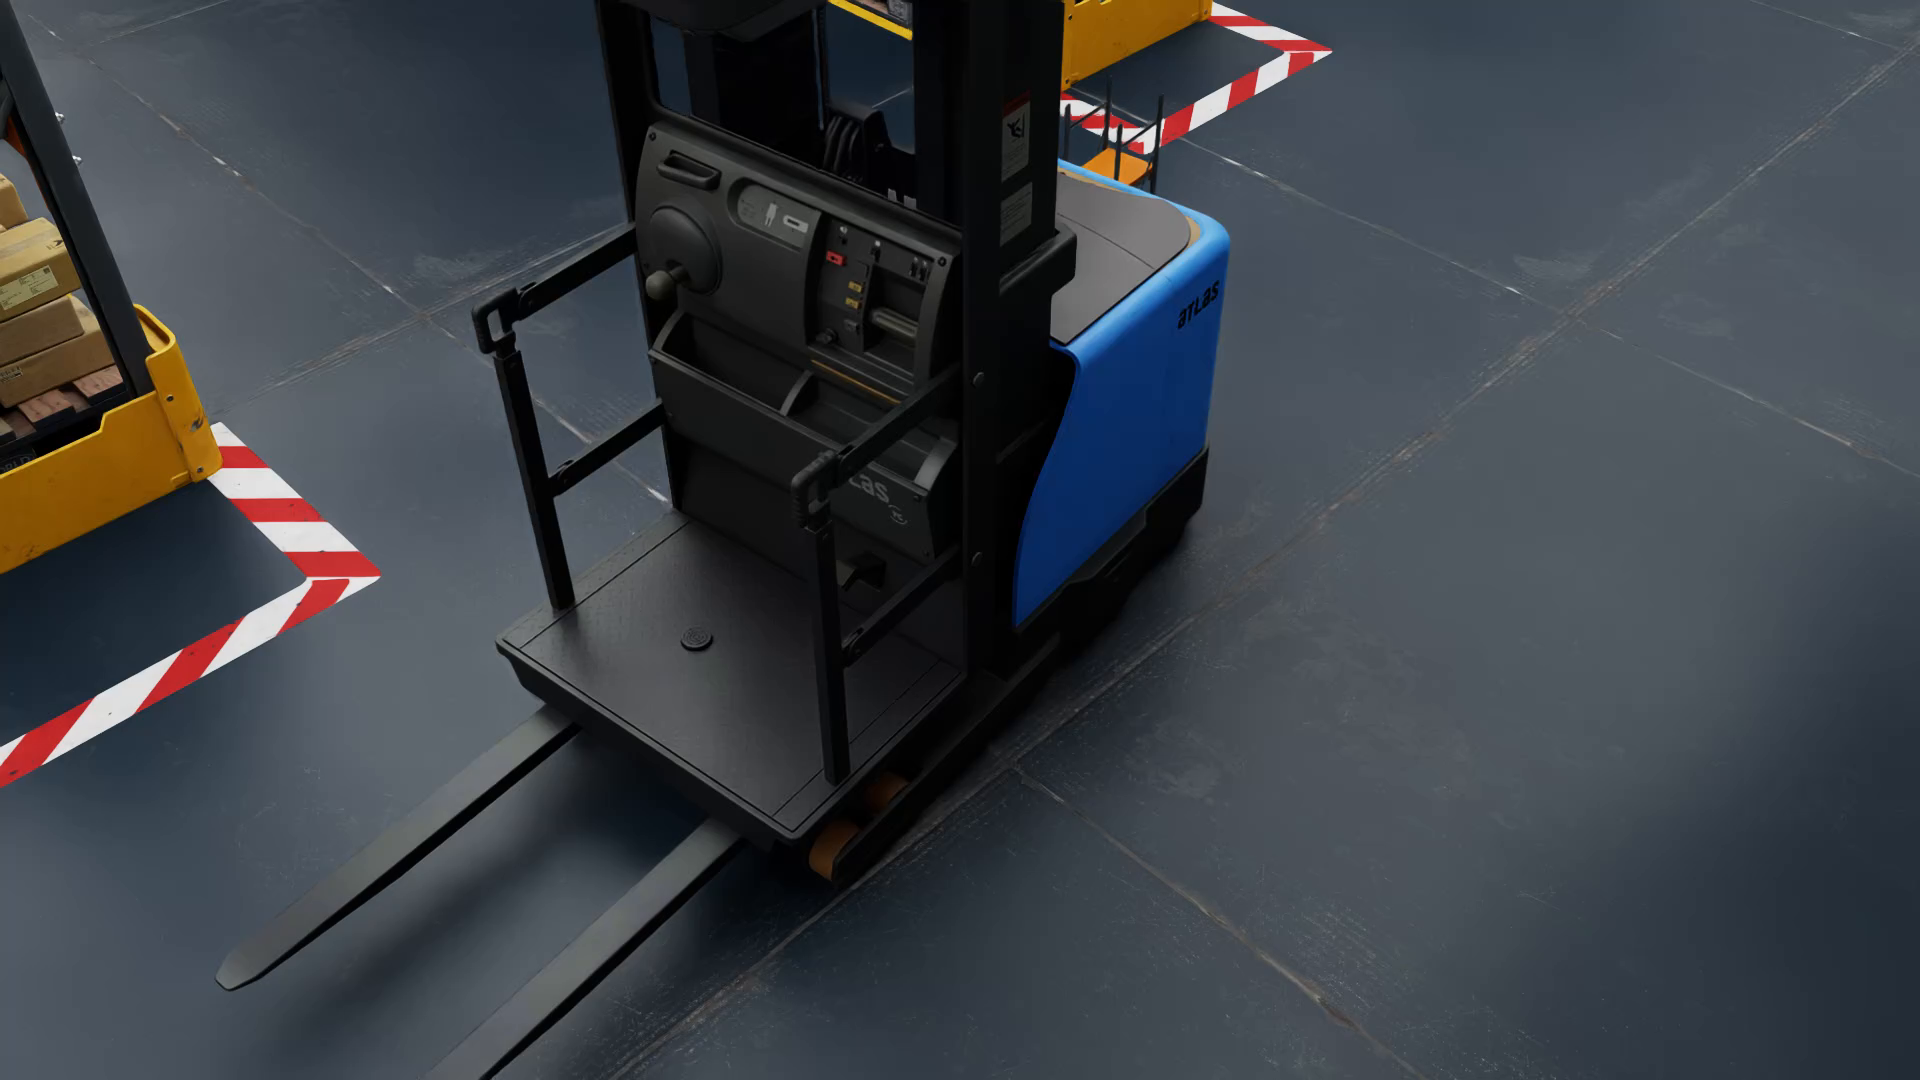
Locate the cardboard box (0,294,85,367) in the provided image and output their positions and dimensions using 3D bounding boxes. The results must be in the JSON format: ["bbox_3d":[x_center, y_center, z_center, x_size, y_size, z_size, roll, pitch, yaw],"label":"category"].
[{"bbox_3d":[-3.089,-0.704,5.374,0.380,0.149,0.250,-32,51,-30],"label":"cardboard box"}]

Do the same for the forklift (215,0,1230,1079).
[{"bbox_3d":[-0.530,-0.578,3.715,1.130,2.935,3.031,28,49,27],"label":"forklift"}]

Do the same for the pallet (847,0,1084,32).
[{"bbox_3d":[0.062,-2.764,8.086,1.003,0.211,1.213,-34,53,-31],"label":"pallet"}]

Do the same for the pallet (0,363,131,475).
[{"bbox_3d":[-3.503,-0.533,5.671,1.003,0.211,1.213,-34,53,-31],"label":"pallet"}]

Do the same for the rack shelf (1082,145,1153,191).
[{"bbox_3d":[0.455,-1.084,5.074,0.180,0.103,0.258,28,49,27],"label":"rack shelf"}]

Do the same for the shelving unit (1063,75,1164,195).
[{"bbox_3d":[0.455,-0.852,5.288,0.189,1.200,0.258,28,49,27],"label":"shelving unit"}]

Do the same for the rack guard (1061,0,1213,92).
[{"bbox_3d":[0.699,-2.512,7.600,1.175,0.500,0.348,-34,53,-31],"label":"rack guard"}]

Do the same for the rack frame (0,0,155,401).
[{"bbox_3d":[-2.901,-1.113,4.244,1.000,3.000,0.127,-34,53,-31],"label":"rack frame"}]

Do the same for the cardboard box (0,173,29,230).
[{"bbox_3d":[-3.397,-1.111,5.595,0.250,0.149,0.380,34,53,31],"label":"cardboard box"}]

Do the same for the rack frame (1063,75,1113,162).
[{"bbox_3d":[0.383,-0.890,5.329,0.006,1.200,0.240,28,49,27],"label":"rack frame"}]

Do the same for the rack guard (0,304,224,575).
[{"bbox_3d":[-2.954,-0.232,5.132,1.175,0.500,0.348,-34,53,-31],"label":"rack guard"}]

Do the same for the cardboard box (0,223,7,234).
[{"bbox_3d":[-3.310,-0.928,5.397,0.380,0.149,0.250,-33,52,-31],"label":"cardboard box"}]

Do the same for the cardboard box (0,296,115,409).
[{"bbox_3d":[-3.044,-0.626,5.508,0.380,0.149,0.250,-33,52,-31],"label":"cardboard box"}]

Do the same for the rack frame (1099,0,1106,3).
[{"bbox_3d":[0.682,-3.442,6.764,1.000,3.000,0.127,-34,53,-31],"label":"rack frame"}]

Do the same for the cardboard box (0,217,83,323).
[{"bbox_3d":[-3.030,-0.853,5.316,0.250,0.149,0.380,32,51,30],"label":"cardboard box"}]

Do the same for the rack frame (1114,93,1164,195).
[{"bbox_3d":[0.527,-0.814,5.247,0.006,1.200,0.240,28,49,27],"label":"rack frame"}]

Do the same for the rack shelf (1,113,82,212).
[{"bbox_3d":[-4.313,-1.810,5.529,1.077,0.370,4.000,-34,53,-31],"label":"rack shelf"}]

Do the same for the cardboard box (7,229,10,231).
[{"bbox_3d":[-3.582,-1.113,5.817,0.380,0.149,0.250,-32,52,-30],"label":"cardboard box"}]
